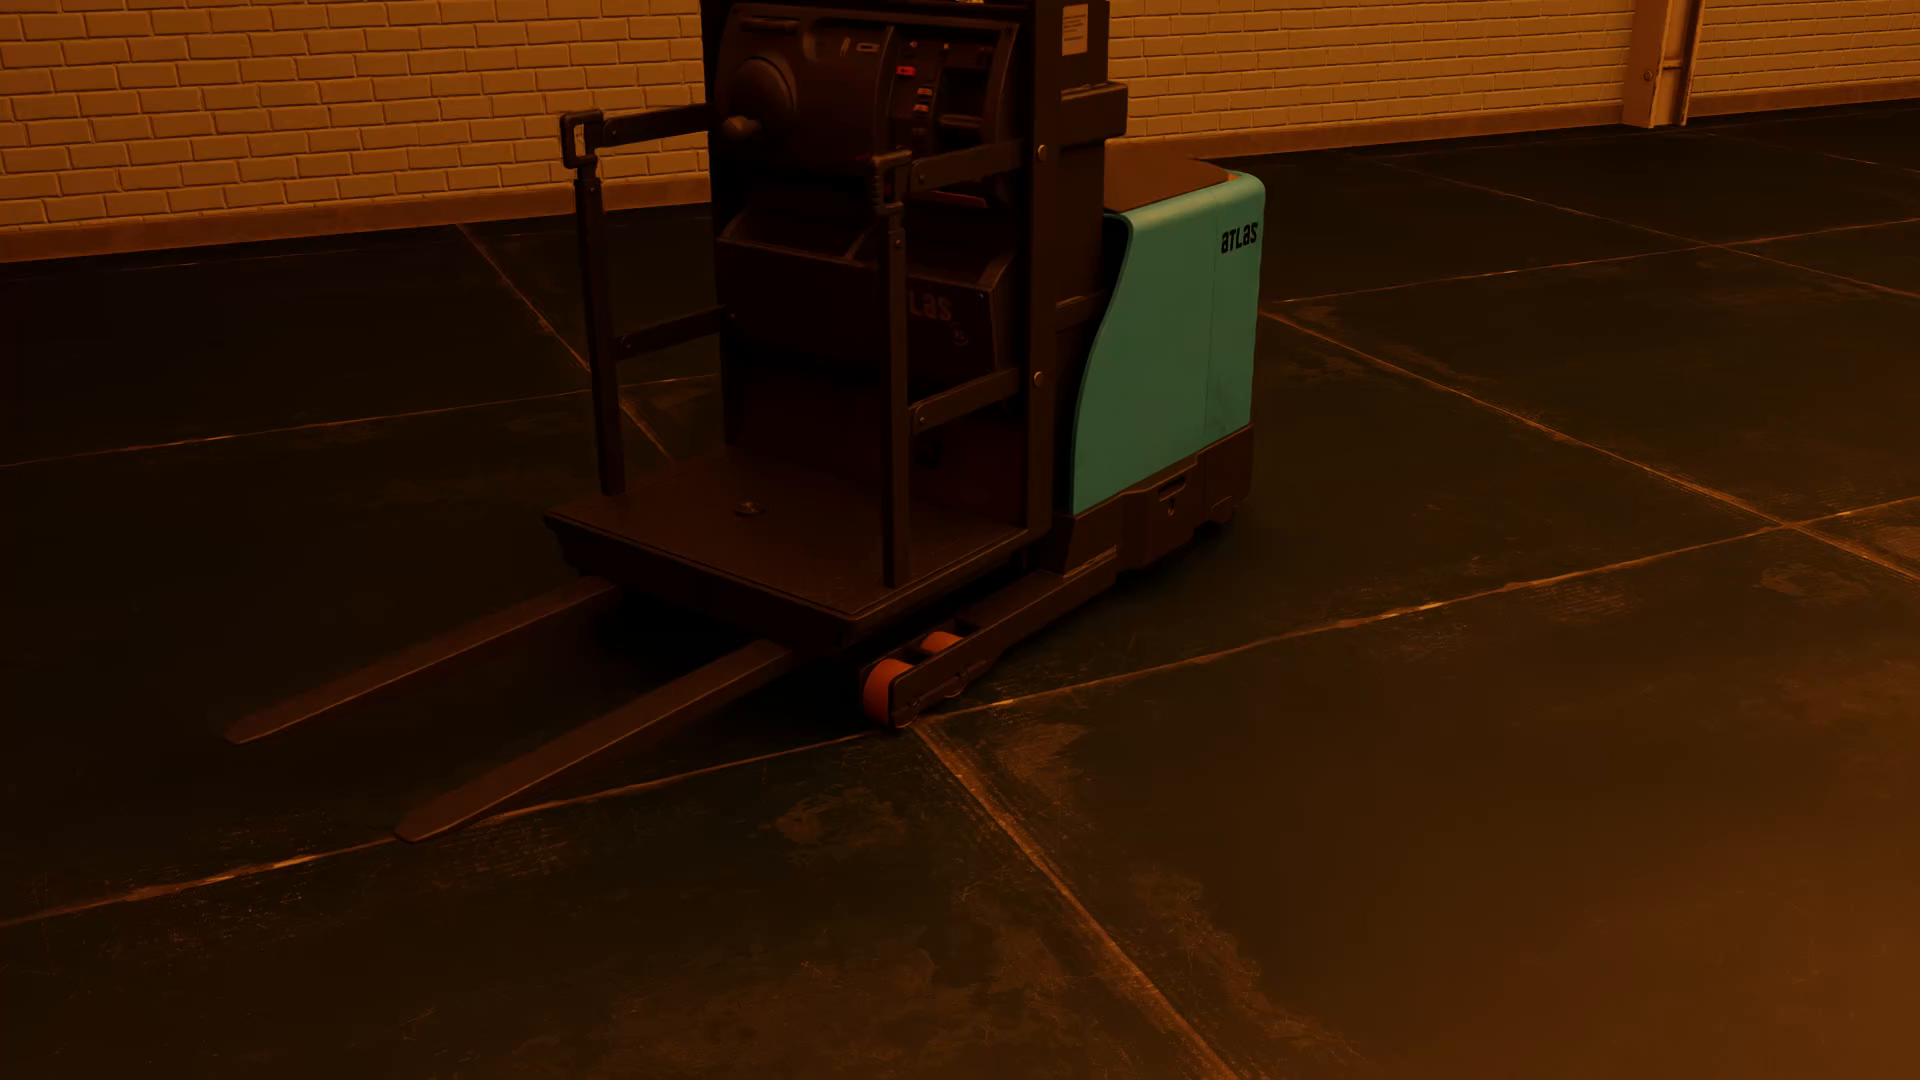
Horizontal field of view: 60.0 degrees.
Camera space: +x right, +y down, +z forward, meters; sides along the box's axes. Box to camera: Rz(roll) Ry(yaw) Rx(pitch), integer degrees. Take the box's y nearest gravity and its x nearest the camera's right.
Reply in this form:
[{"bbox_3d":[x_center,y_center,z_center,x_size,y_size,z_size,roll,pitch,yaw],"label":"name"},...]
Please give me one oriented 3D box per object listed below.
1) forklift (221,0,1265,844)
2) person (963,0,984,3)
[{"bbox_3d":[-0.379,-1.112,3.964,1.130,2.935,3.031,17,28,34],"label":"forklift"},{"bbox_3d":[0.164,-1.247,6.100,0.726,1.542,1.277,-2,23,-6],"label":"person"}]
